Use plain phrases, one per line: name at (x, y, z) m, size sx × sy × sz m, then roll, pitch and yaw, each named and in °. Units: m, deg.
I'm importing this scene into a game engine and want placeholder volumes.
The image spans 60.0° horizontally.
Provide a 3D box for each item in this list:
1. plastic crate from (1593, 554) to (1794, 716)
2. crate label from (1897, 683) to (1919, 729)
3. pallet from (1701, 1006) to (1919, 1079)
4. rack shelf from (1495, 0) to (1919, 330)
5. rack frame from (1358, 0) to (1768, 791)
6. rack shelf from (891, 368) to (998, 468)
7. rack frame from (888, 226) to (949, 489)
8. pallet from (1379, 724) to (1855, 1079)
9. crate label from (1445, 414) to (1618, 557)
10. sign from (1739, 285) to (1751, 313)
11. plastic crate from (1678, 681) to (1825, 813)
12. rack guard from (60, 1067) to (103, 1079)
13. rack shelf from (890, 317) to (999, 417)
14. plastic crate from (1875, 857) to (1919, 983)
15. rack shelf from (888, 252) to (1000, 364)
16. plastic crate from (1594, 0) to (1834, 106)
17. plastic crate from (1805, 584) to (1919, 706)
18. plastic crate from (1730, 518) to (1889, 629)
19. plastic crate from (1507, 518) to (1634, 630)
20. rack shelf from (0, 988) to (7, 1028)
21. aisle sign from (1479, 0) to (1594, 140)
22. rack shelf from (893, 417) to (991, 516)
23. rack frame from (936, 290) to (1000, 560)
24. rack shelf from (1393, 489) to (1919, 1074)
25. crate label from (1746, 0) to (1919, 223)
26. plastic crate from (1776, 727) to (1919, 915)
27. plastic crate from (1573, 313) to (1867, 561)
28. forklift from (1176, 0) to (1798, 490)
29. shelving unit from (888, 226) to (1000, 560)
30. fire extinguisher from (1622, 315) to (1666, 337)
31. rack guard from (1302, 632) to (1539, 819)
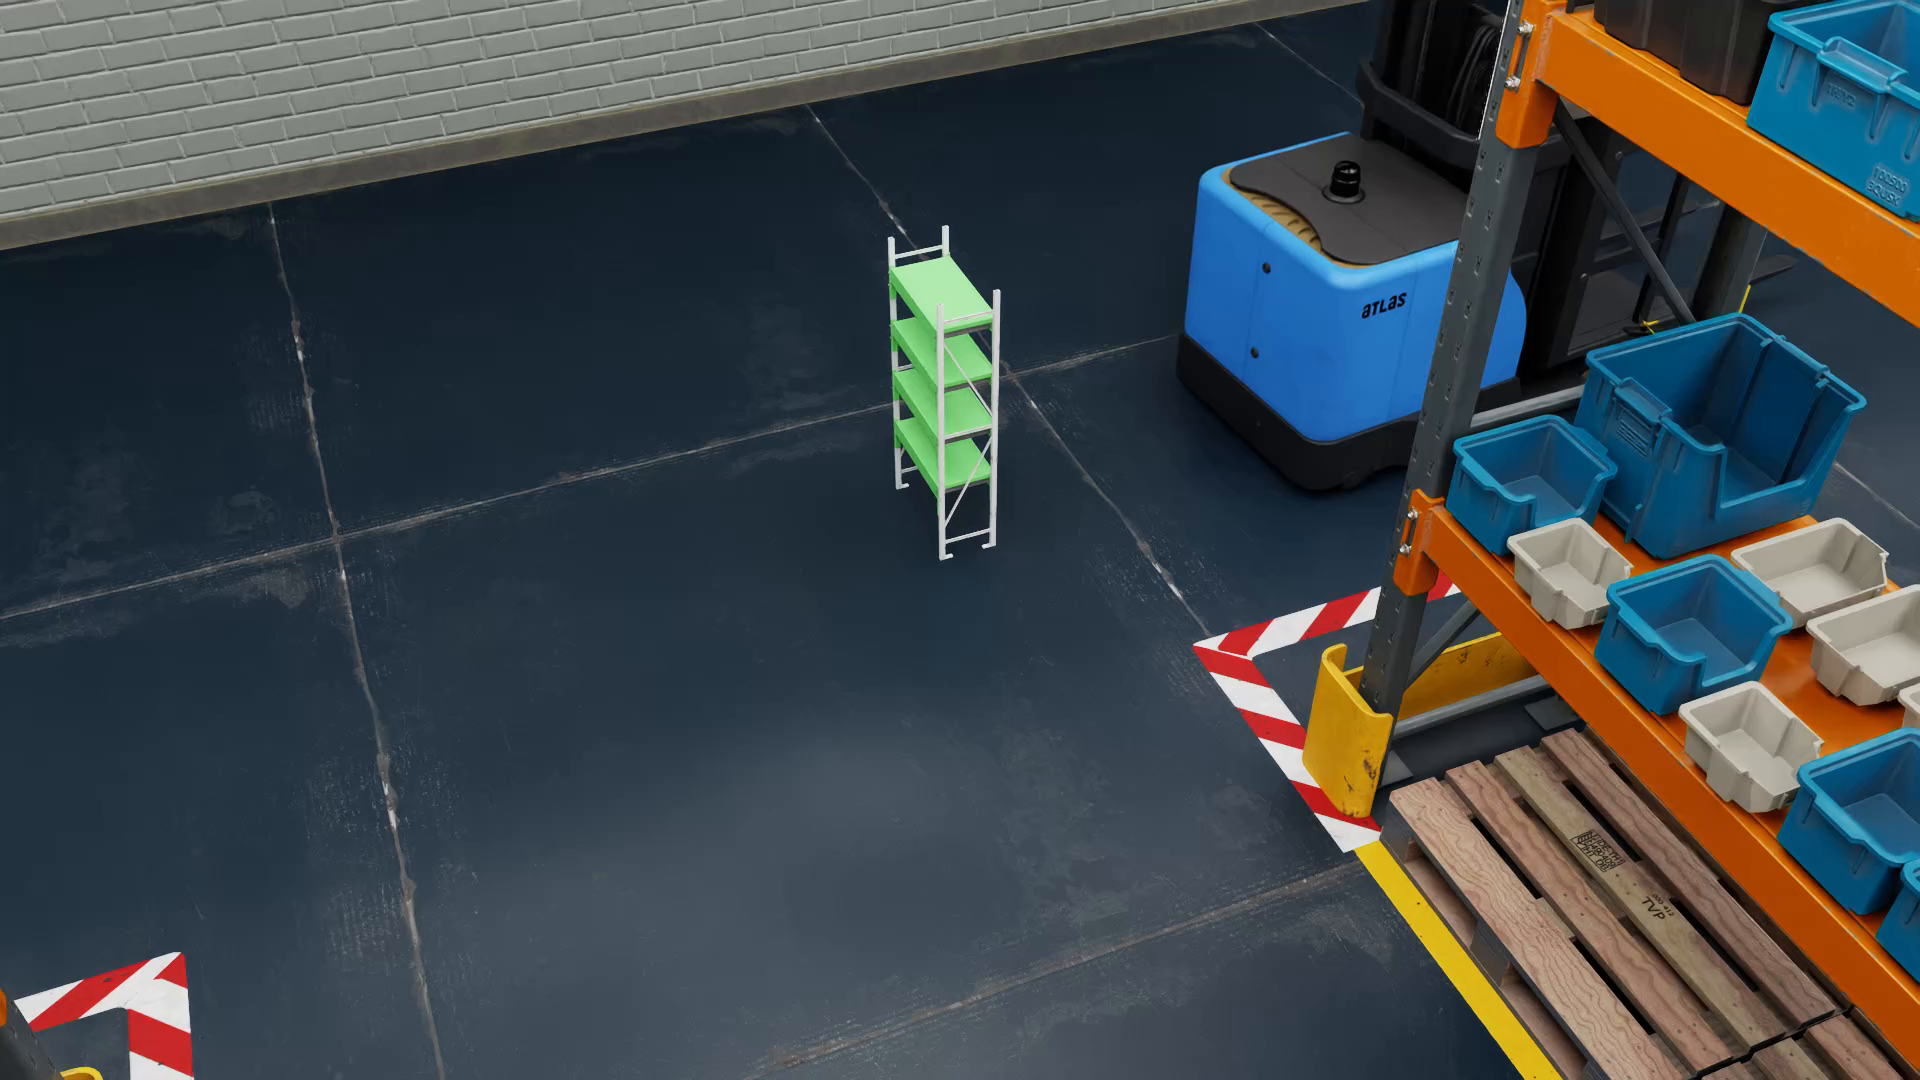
plastic crate at (1.852, 0.252, 4.238) m, size 0.416 × 0.233 × 0.300 m, roll -15°, pitch 43°, yaw -17°
crate label at (2.516, 0.447, 4.085) m, size 0.396 × 0.136 × 0.243 m, roll -15°, pitch 43°, yaw -17°
pallet at (2.552, 1.882, 4.400) m, size 1.003 × 0.211 × 1.213 m, roll -15°, pitch 43°, yaw -17°
rack shelf at (2.575, -0.075, 2.788) m, size 1.077 × 0.370 × 4.000 m, roll -15°, pitch 43°, yaw -17°
rack frame at (1.810, -0.416, 4.933) m, size 1.000 × 3.000 × 0.127 m, roll -15°, pitch 43°, yaw -17°
rack shelf at (-0.063, -0.506, 6.516) m, size 0.258 × 0.148 × 0.480 m, roll -15°, pitch 43°, yaw -17°
rack frame at (-0.157, -0.702, 6.646) m, size 0.240 × 1.200 × 0.015 m, roll -15°, pitch 43°, yaw -17°
pallet at (2.089, 1.148, 5.253) m, size 1.003 × 0.211 × 1.213 m, roll -15°, pitch 43°, yaw -17°
crate label at (1.600, -0.144, 4.699) m, size 0.416 × 0.233 × 0.303 m, roll -15°, pitch 43°, yaw -17°
sign at (2.312, -0.625, 5.051) m, size 0.100 × 0.325 × 0.005 m, roll -15°, pitch 43°, yaw -17°
plastic crate at (1.906, 0.515, 4.007) m, size 0.250 × 0.136 × 0.298 m, roll -15°, pitch 43°, yaw -17°
rack guard at (-2.739, 1.811, 4.260) m, size 1.175 × 0.500 × 0.348 m, roll -15°, pitch 43°, yaw -17°
rack shelf at (-0.063, -0.688, 6.360) m, size 0.258 × 0.148 × 0.480 m, roll -15°, pitch 43°, yaw -17°
plastic crate at (2.218, 0.830, 3.567) m, size 0.416 × 0.233 × 0.300 m, roll -15°, pitch 43°, yaw -17°
rack shelf at (-0.063, -0.870, 6.203) m, size 0.258 × 0.148 × 0.480 m, roll -15°, pitch 43°, yaw -17°
plastic crate at (1.699, -1.202, 3.647) m, size 0.497 × 0.269 × 0.590 m, roll -15°, pitch 43°, yaw -17°
plastic crate at (2.386, 0.286, 4.273) m, size 0.396 × 0.136 × 0.243 m, roll -15°, pitch 43°, yaw -17°
plastic crate at (2.289, 0.108, 4.480) m, size 0.396 × 0.136 × 0.243 m, roll -15°, pitch 43°, yaw -17°
plastic crate at (1.646, 0.106, 4.482) m, size 0.250 × 0.136 × 0.298 m, roll -15°, pitch 43°, yaw -17°
rack shelf at (-2.003, 2.295, 2.332) m, size 1.077 × 0.370 × 4.000 m, roll -15°, pitch 43°, yaw -17°
aisle sign at (1.508, -1.371, 4.049) m, size 0.394 × 0.787 × 0.004 m, roll -15°, pitch 43°, yaw -17°
rack shelf at (-0.063, -0.324, 6.673) m, size 0.258 × 0.148 × 0.480 m, roll -15°, pitch 43°, yaw -17°
rack frame at (0.030, -0.408, 6.304) m, size 0.240 × 1.200 × 0.015 m, roll -15°, pitch 43°, yaw -17°
rack shelf at (2.575, 1.062, 3.766) m, size 1.077 × 0.370 × 4.000 m, roll -15°, pitch 43°, yaw -17°
crate label at (1.864, -0.860, 3.263) m, size 0.408 × 0.251 × 0.502 m, roll -15°, pitch 43°, yaw -17°
plastic crate at (2.104, 0.649, 3.777) m, size 0.416 × 0.233 × 0.300 m, roll -15°, pitch 43°, yaw -17°
plastic crate at (2.110, -0.297, 4.721) m, size 0.616 × 0.435 × 0.499 m, roll -15°, pitch 43°, yaw -17°
forklift at (2.522, -2.004, 6.833) m, size 3.031 × 2.935 × 1.130 m, roll -19°, pitch 44°, yaw -21°
shelving unit at (-0.063, -0.555, 6.475) m, size 0.258 × 1.200 × 0.503 m, roll -15°, pitch 43°, yaw -17°
fire extinguisher at (2.172, -0.449, 5.317) m, size 0.296 × 0.674 × 0.183 m, roll -15°, pitch 43°, yaw -17°
rack guard at (1.788, 0.521, 5.761) m, size 1.175 × 0.500 × 0.348 m, roll -15°, pitch 43°, yaw -17°
